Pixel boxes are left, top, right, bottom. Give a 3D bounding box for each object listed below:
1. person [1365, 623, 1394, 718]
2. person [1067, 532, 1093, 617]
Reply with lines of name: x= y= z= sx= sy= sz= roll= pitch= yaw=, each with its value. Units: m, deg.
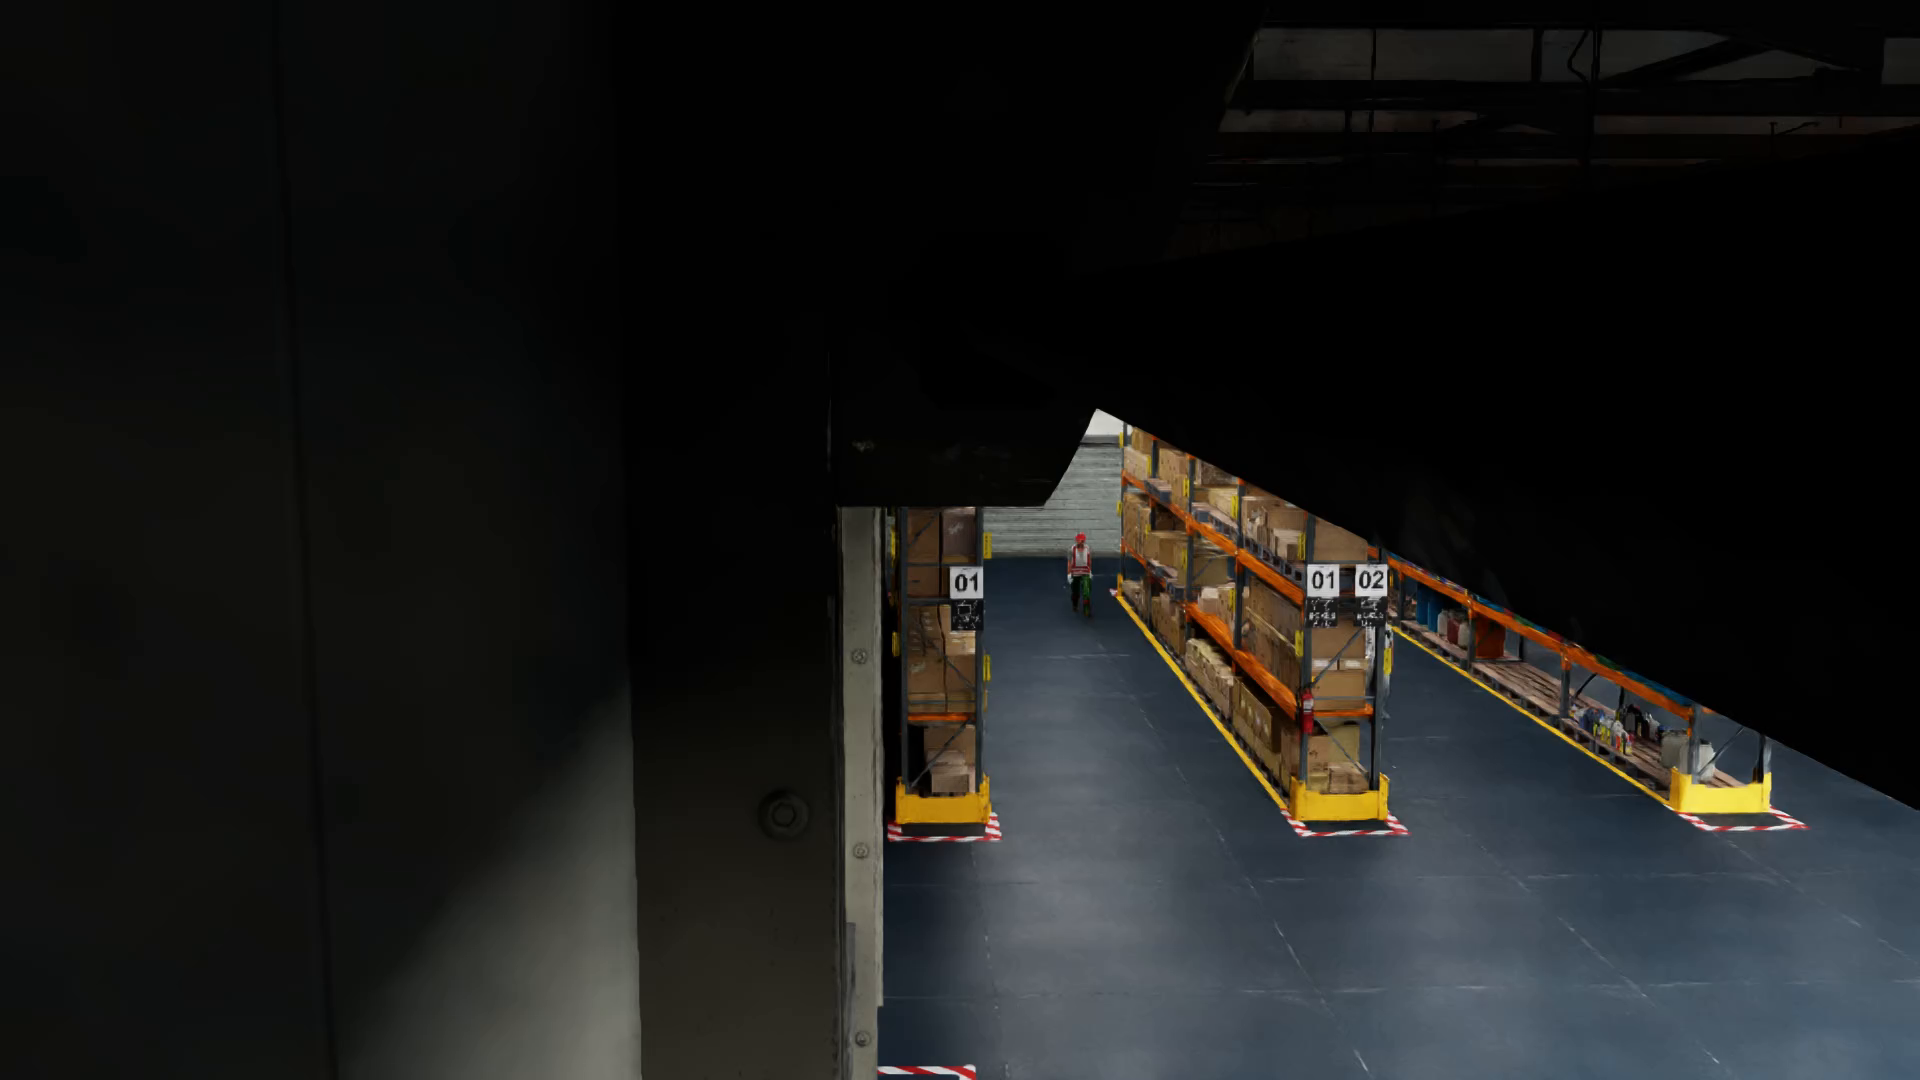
person: x=6.407 y=1.858 z=25.839 sx=0.673 sy=1.725 sz=0.700 roll=-2 pitch=8 yaw=-11
person: x=2.462 y=0.685 z=34.093 sx=0.553 sy=1.709 sz=1.123 roll=0 pitch=8 yaw=0
